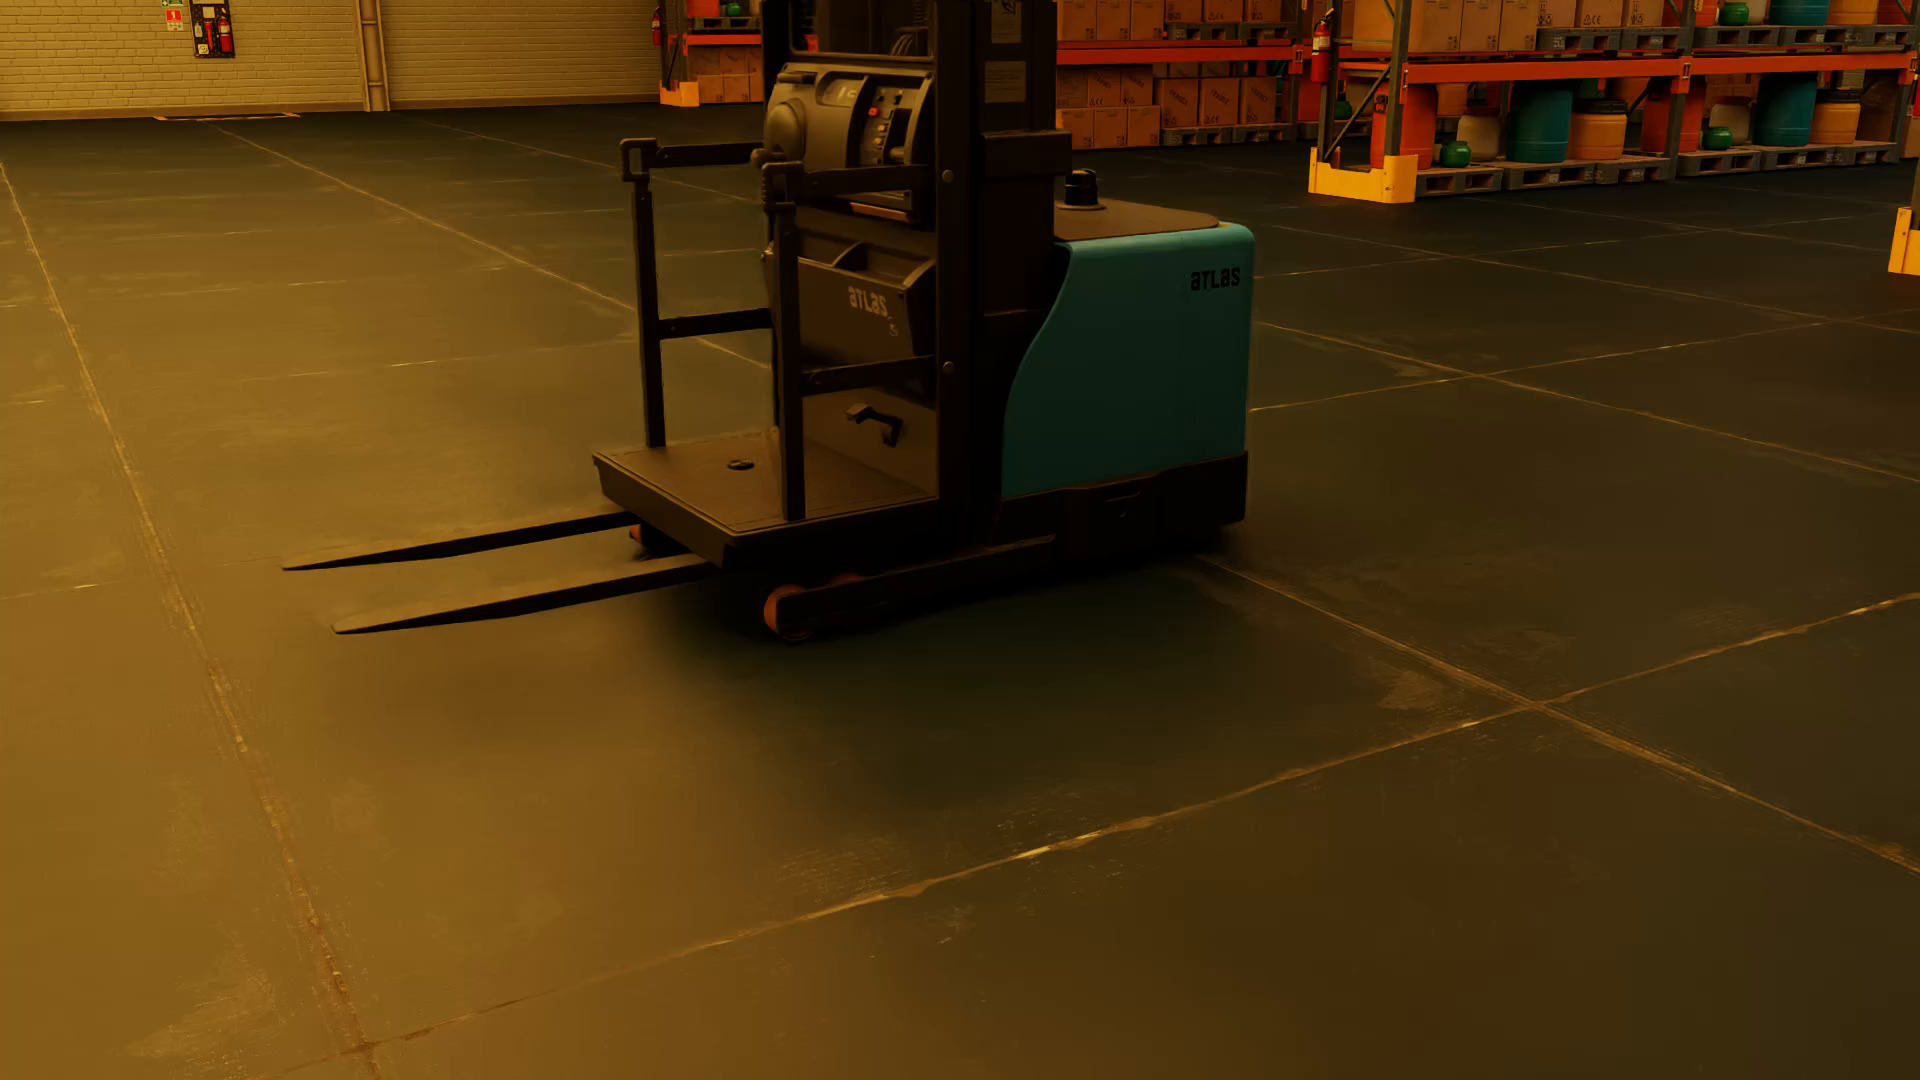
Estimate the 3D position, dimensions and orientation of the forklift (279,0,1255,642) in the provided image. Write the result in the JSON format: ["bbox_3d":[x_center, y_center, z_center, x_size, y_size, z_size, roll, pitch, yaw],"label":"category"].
[{"bbox_3d":[-0.525,-1.283,4.963,3.031,2.935,1.130,-11,21,-31],"label":"forklift"}]
